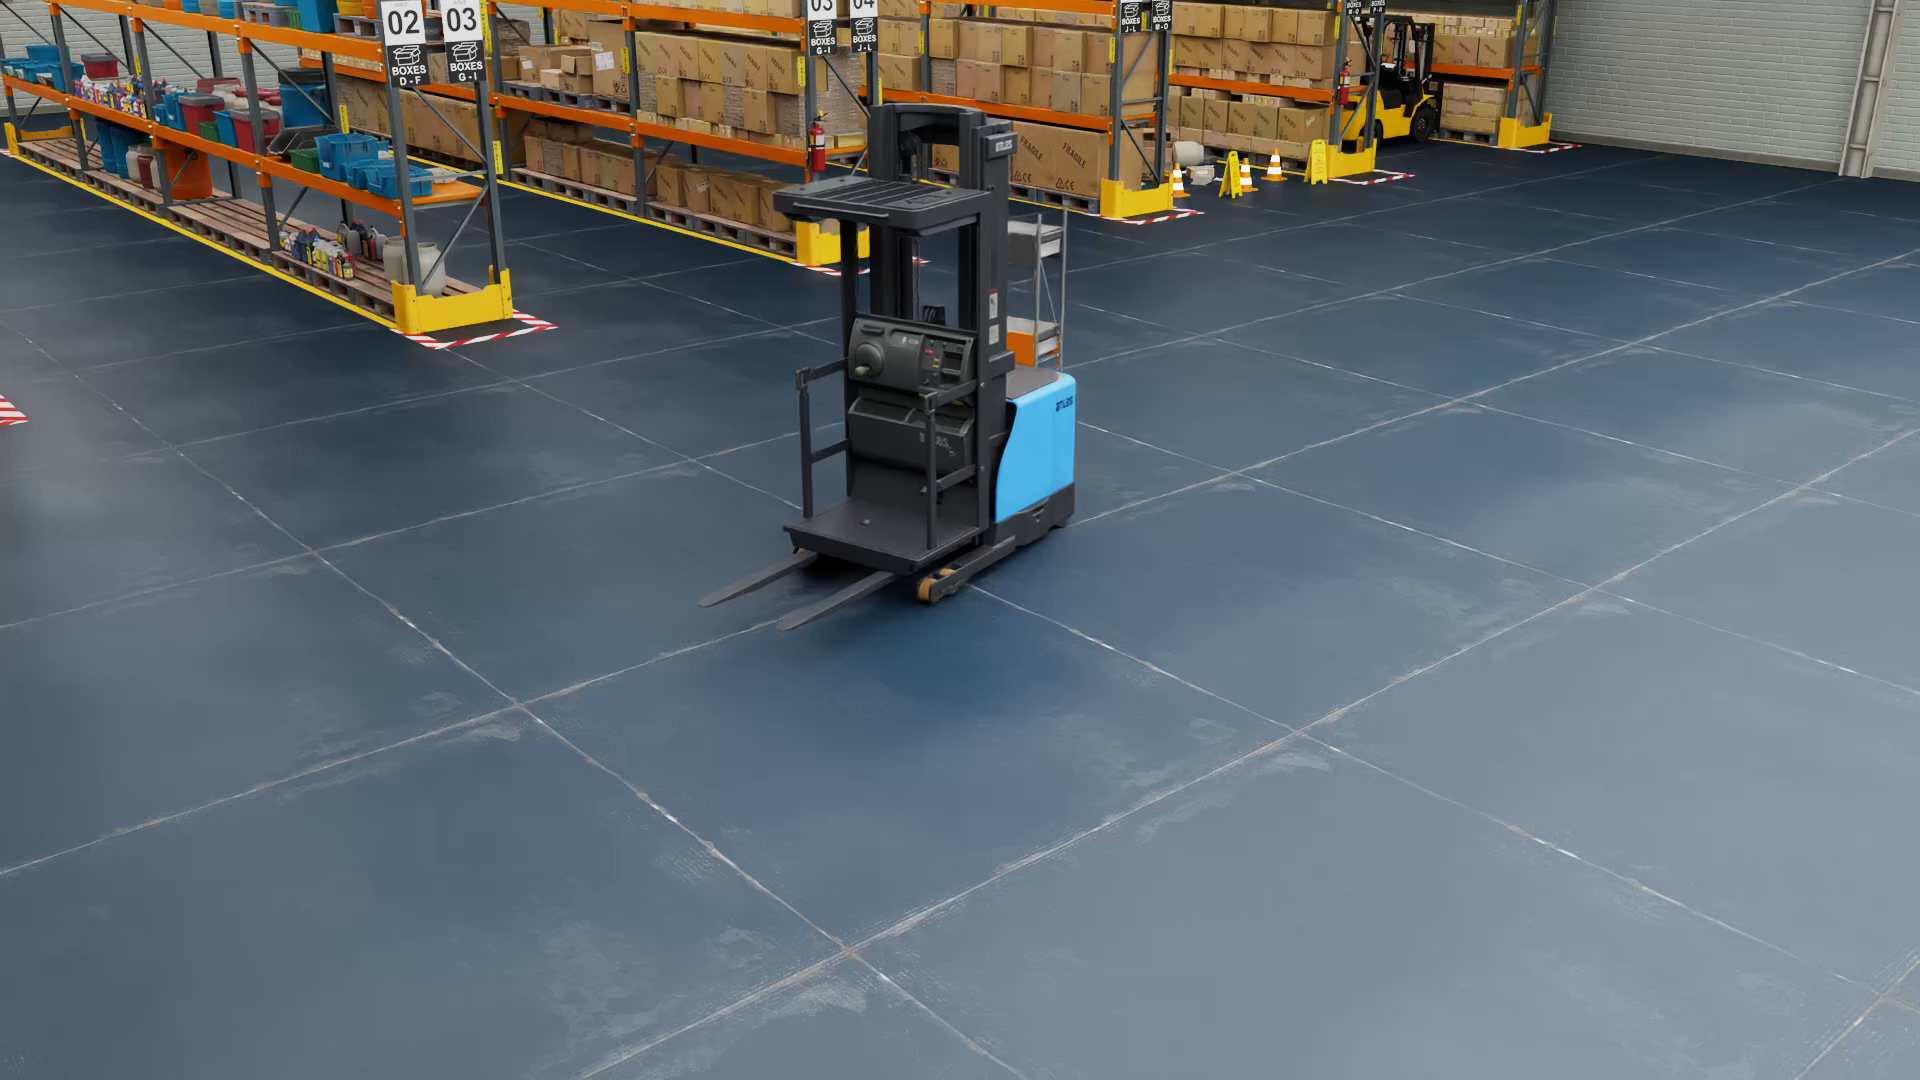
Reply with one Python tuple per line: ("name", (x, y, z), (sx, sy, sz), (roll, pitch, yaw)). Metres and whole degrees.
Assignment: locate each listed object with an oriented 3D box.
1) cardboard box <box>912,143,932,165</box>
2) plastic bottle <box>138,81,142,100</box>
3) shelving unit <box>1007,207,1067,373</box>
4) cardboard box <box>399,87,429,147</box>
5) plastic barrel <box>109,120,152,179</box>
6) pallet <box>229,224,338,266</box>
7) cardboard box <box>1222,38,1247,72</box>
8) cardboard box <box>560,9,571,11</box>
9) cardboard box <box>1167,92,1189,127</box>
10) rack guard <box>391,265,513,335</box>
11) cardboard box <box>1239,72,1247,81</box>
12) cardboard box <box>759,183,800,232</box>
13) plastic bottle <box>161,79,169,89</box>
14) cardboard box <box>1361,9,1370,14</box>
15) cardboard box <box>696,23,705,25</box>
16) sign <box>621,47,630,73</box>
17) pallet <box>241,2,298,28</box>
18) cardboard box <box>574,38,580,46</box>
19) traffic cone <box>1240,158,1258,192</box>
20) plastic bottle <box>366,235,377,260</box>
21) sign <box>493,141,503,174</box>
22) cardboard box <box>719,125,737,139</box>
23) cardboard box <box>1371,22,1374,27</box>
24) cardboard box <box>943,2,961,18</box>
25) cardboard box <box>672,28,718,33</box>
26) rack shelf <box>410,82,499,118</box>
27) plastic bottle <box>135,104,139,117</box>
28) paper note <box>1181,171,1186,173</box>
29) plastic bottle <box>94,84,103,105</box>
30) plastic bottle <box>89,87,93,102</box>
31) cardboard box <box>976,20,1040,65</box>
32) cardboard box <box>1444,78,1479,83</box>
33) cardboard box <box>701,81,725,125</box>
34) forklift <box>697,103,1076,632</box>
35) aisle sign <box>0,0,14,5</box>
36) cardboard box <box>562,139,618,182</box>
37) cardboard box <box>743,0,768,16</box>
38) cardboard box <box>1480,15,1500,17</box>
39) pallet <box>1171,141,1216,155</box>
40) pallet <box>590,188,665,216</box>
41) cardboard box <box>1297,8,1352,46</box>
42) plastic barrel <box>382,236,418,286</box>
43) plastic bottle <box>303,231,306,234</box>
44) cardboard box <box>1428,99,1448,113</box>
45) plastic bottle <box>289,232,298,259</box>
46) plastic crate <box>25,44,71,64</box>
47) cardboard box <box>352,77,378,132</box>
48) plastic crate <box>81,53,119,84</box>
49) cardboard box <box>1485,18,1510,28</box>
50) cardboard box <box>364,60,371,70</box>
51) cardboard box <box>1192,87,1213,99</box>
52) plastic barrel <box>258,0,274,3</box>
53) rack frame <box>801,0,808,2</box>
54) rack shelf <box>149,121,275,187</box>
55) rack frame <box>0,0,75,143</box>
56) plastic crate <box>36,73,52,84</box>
("cardboard box", (-0.644, -6.370, 26.144), (1.050, 0.750, 0.750), (-18, 27, -38))
("plastic bottle", (-11.981, -6.584, 24.356), (0.097, 0.271, 0.097), (0, 21, 0))
("shelving unit", (0.425, -1.348, 12.033), (0.503, 2.100, 0.431), (13, 24, 30))
("cardboard box", (-8.783, -7.164, 27.999), (1.225, 0.875, 0.875), (-17, 27, -37))
("plastic barrel", (-12.164, -5.819, 24.529), (0.600, 0.901, 0.708), (-17, 27, -37))
("pallet", (-8.288, -3.650, 20.513), (1.003, 0.211, 1.213), (-17, 27, -37))
("cardboard box", (4.598, -7.866, 26.909), (0.500, 0.500, 0.500), (-17, 27, -37))
("cardboard box", (-7.577, -10.713, 32.807), (0.500, 0.500, 0.500), (-16, 27, -36))
("cardboard box", (3.694, -7.316, 28.215), (0.500, 0.500, 0.500), (-16, 26, -35))
("rack guard", (-5.220, -2.481, 17.133), (1.175, 0.500, 0.348), (-17, 27, -37))
("cardboard box", (4.735, -7.536, 26.955), (0.380, 0.149, 0.250), (-17, 27, -37))
("cardboard box", (-2.194, -4.179, 20.893), (0.500, 0.500, 0.500), (-10, 23, -24))
("plastic bottle", (-11.401, -6.447, 23.899), (0.144, 0.351, 0.185), (-17, 27, -37))
("cardboard box", (7.507, -9.743, 30.812), (0.380, 0.149, 0.250), (-17, 27, -37))
("cardboard box", (-4.639, -9.063, 29.462), (0.380, 0.149, 0.250), (-16, 27, -36))
("sign", (-4.412, -6.325, 21.933), (0.100, 0.325, 0.005), (-17, 27, -37))
("pallet", (-7.201, -5.873, 18.512), (1.213, 0.211, 1.003), (-17, 27, -37))
("cardboard box", (-7.435, -9.917, 33.034), (0.380, 0.149, 0.250), (-16, 26, -35))
("traffic cone", (4.248, -5.446, 24.753), (0.336, 0.463, 0.334), (-17, 27, -37))
("plastic bottle", (-6.749, -3.357, 19.064), (0.061, 0.283, 0.133), (-17, 27, -37))
("sign", (-4.716, -3.894, 16.933), (0.100, 0.325, 0.005), (-17, 27, -37))
("cardboard box", (-2.784, -5.116, 20.778), (0.380, 0.149, 0.250), (-17, 27, -37))
("cardboard box", (7.747, -9.437, 30.438), (0.380, 0.149, 0.250), (-17, 27, -36))
("cardboard box", (0.026, -10.116, 31.691), (0.500, 0.500, 0.500), (-17, 27, -37))
("cardboard box", (-3.492, -6.511, 22.079), (0.500, 0.500, 0.500), (-17, 27, -37))
("rack shelf", (-7.910, -7.242, 26.848), (1.077, 0.370, 4.000), (-17, 27, -37))
("plastic bottle", (-11.156, -5.863, 22.613), (0.097, 0.201, 0.097), (0, 21, 0))
("paper note", (3.559, -5.843, 26.377), (0.148, 0.019, 0.142), (-8, 23, -19))
("plastic bottle", (-12.350, -6.418, 23.928), (0.152, 0.276, 0.135), (-17, 27, -37))
("plastic bottle", (-12.597, -6.473, 24.170), (0.097, 0.201, 0.097), (0, 21, 0))
("cardboard box", (0.740, -7.229, 24.140), (0.875, 0.550, 0.550), (-17, 27, -37))
("cardboard box", (9.065, -8.193, 30.111), (0.500, 0.250, 0.500), (-18, 27, -38))
("cardboard box", (-2.750, -5.557, 21.013), (0.875, 0.500, 0.500), (-17, 27, -37))
("forklift", (-0.436, -1.158, 10.421), (1.130, 2.935, 3.031), (14, 25, 32))
("aisle sign", (-15.851, -9.215, 27.335), (0.394, 0.787, 0.004), (-17, 27, -37))
("cardboard box", (-5.405, -5.580, 24.442), (0.700, 0.500, 0.500), (-15, 26, -33))
("cardboard box", (-2.218, -6.351, 19.679), (0.500, 0.250, 0.500), (-17, 27, -37))
("cardboard box", (9.347, -9.209, 29.448), (0.380, 0.149, 0.250), (-17, 27, -37))
("pallet", (3.979, -6.803, 28.564), (1.003, 0.211, 1.213), (-17, 27, -37))
("pallet", (-4.503, -4.836, 23.541), (1.003, 0.211, 1.213), (-17, 27, -37))
("cardboard box", (5.626, -7.913, 25.659), (0.700, 0.500, 0.500), (-18, 28, -39))
("plastic barrel", (-5.950, -2.974, 17.801), (0.421, 0.512, 0.421), (0, 21, 0))
("plastic bottle", (-7.558, -3.431, 19.251), (0.061, 0.283, 0.133), (-17, 27, -37))
("cardboard box", (8.656, -7.843, 29.904), (0.500, 0.250, 0.500), (-18, 28, -39))
("plastic bottle", (-7.638, -3.402, 19.188), (0.152, 0.276, 0.135), (-16, 27, -36))
("plastic crate", (-15.219, -8.052, 27.798), (0.616, 0.435, 0.499), (-17, 27, -37))
("cardboard box", (-10.174, -7.786, 29.587), (0.875, 0.875, 0.875), (-17, 27, -37))
("plastic crate", (-13.361, -7.315, 25.877), (0.402, 0.464, 0.583), (-17, 27, -37))
("cardboard box", (9.305, -8.953, 28.794), (0.380, 0.149, 0.250), (-17, 27, -37))
("cardboard box", (-9.999, -8.161, 28.552), (0.380, 0.149, 0.250), (-18, 28, -38))
("cardboard box", (4.067, -7.427, 27.611), (0.380, 0.149, 0.250), (-16, 27, -35))
("plastic barrel", (-7.614, -6.219, 18.407), (0.421, 0.512, 0.421), (0, 21, 0))
("rack frame", (-1.383, -7.608, 18.568), (1.000, 3.000, 0.127), (-17, 27, -37))
("rack shelf", (-9.052, -4.958, 21.016), (1.077, 0.370, 4.000), (-17, 27, -37))
("rack frame", (-15.579, -8.056, 27.938), (1.000, 3.000, 0.127), (-17, 27, -37))
("plastic crate", (-14.333, -7.265, 26.200), (0.293, 0.136, 0.466), (-17, 27, -37))
